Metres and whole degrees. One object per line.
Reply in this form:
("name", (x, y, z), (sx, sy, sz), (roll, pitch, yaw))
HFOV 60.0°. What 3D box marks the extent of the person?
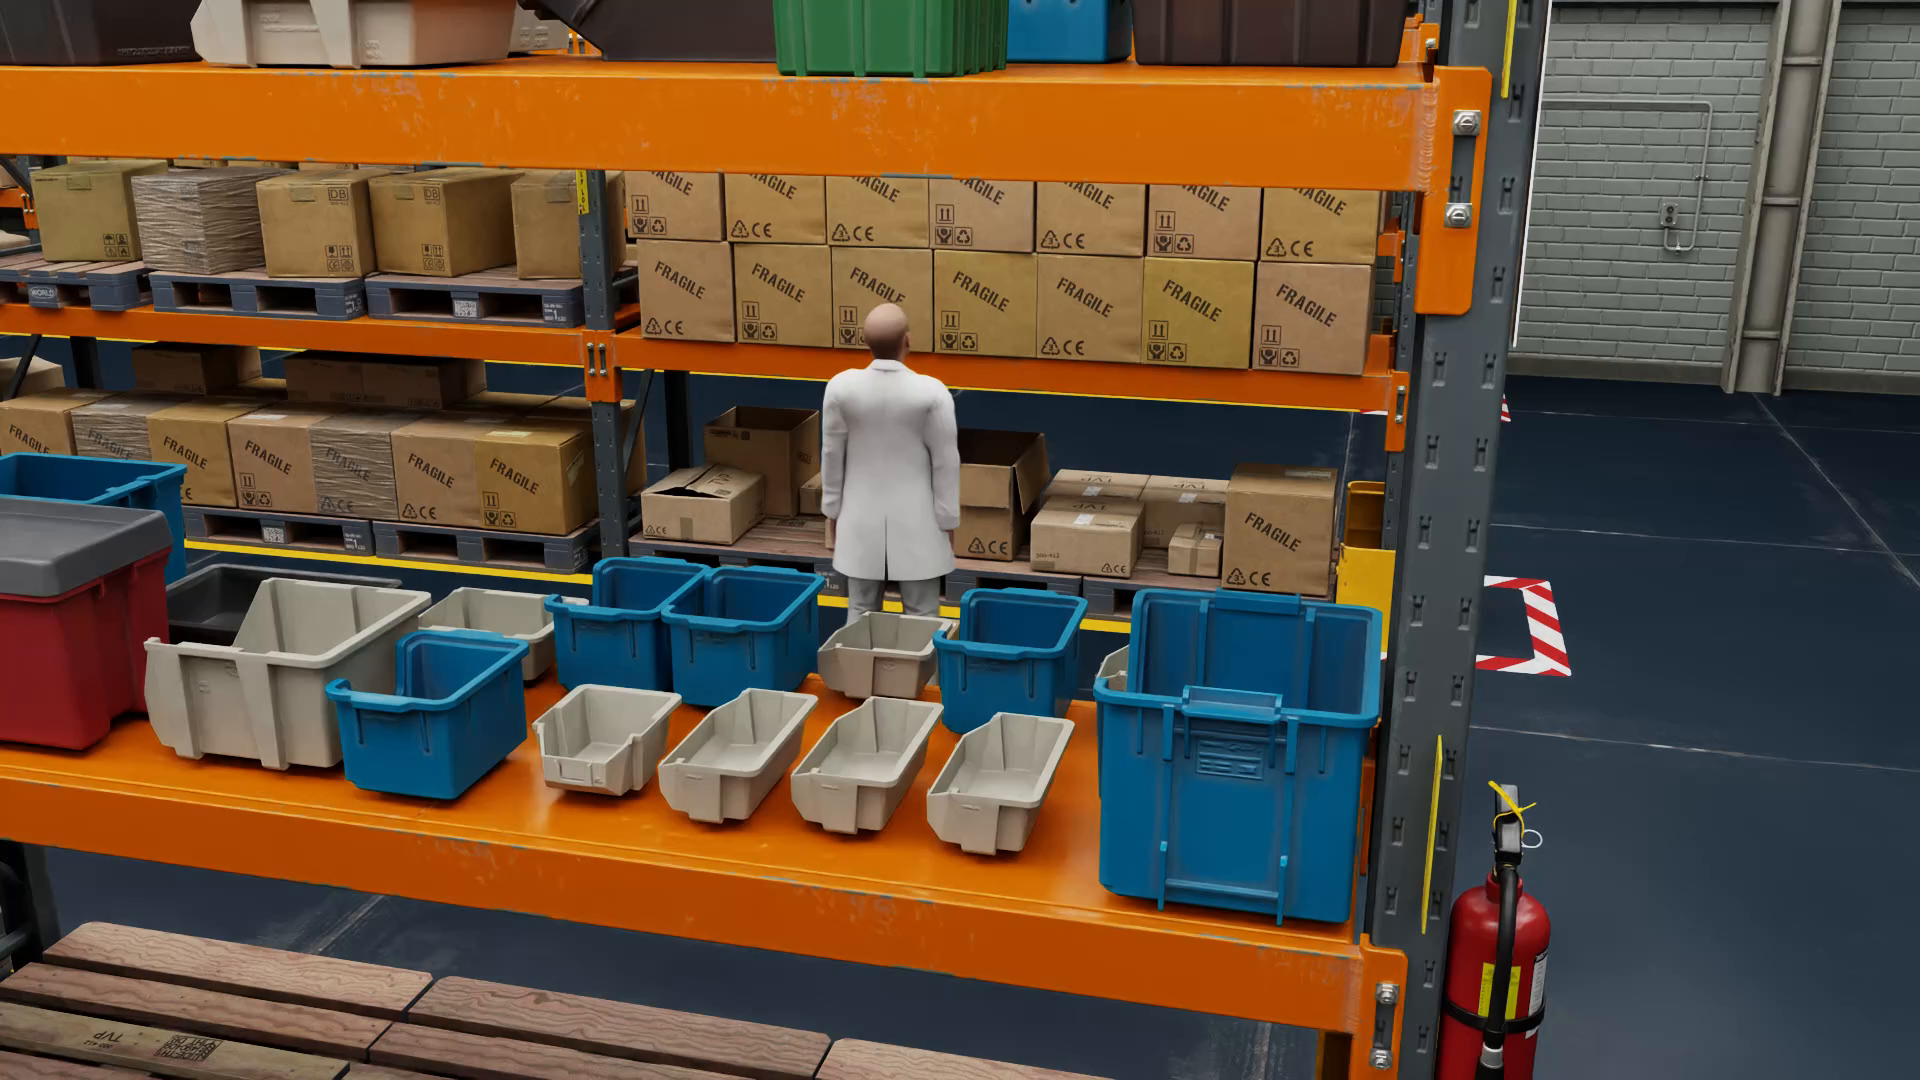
("person", (-0.277, -0.076, 6.752), (0.585, 1.790, 0.377), (3, 18, 8))
